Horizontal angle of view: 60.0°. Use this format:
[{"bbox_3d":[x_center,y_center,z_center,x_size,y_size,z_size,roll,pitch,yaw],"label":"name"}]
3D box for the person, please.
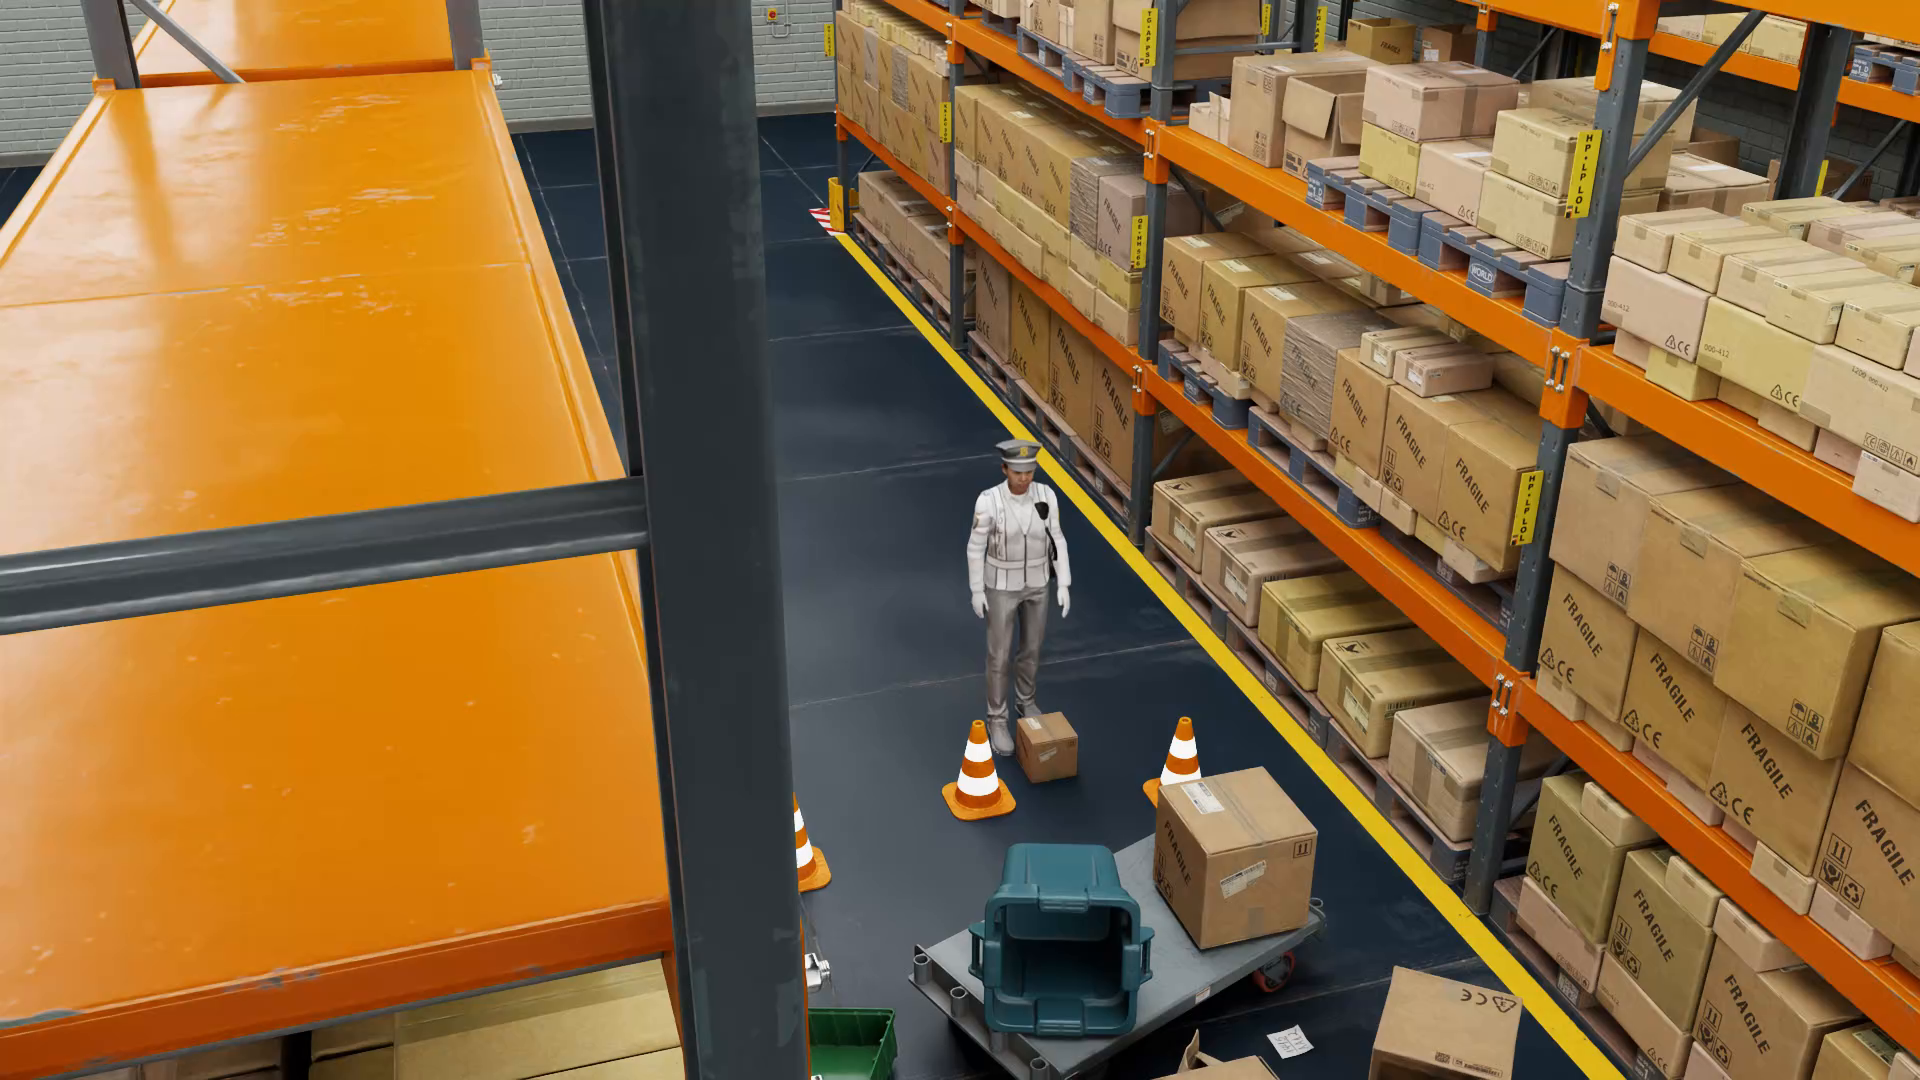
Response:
[{"bbox_3d":[0.329,0.284,8.765,0.524,1.704,0.474,-8,28,-15],"label":"person"}]
